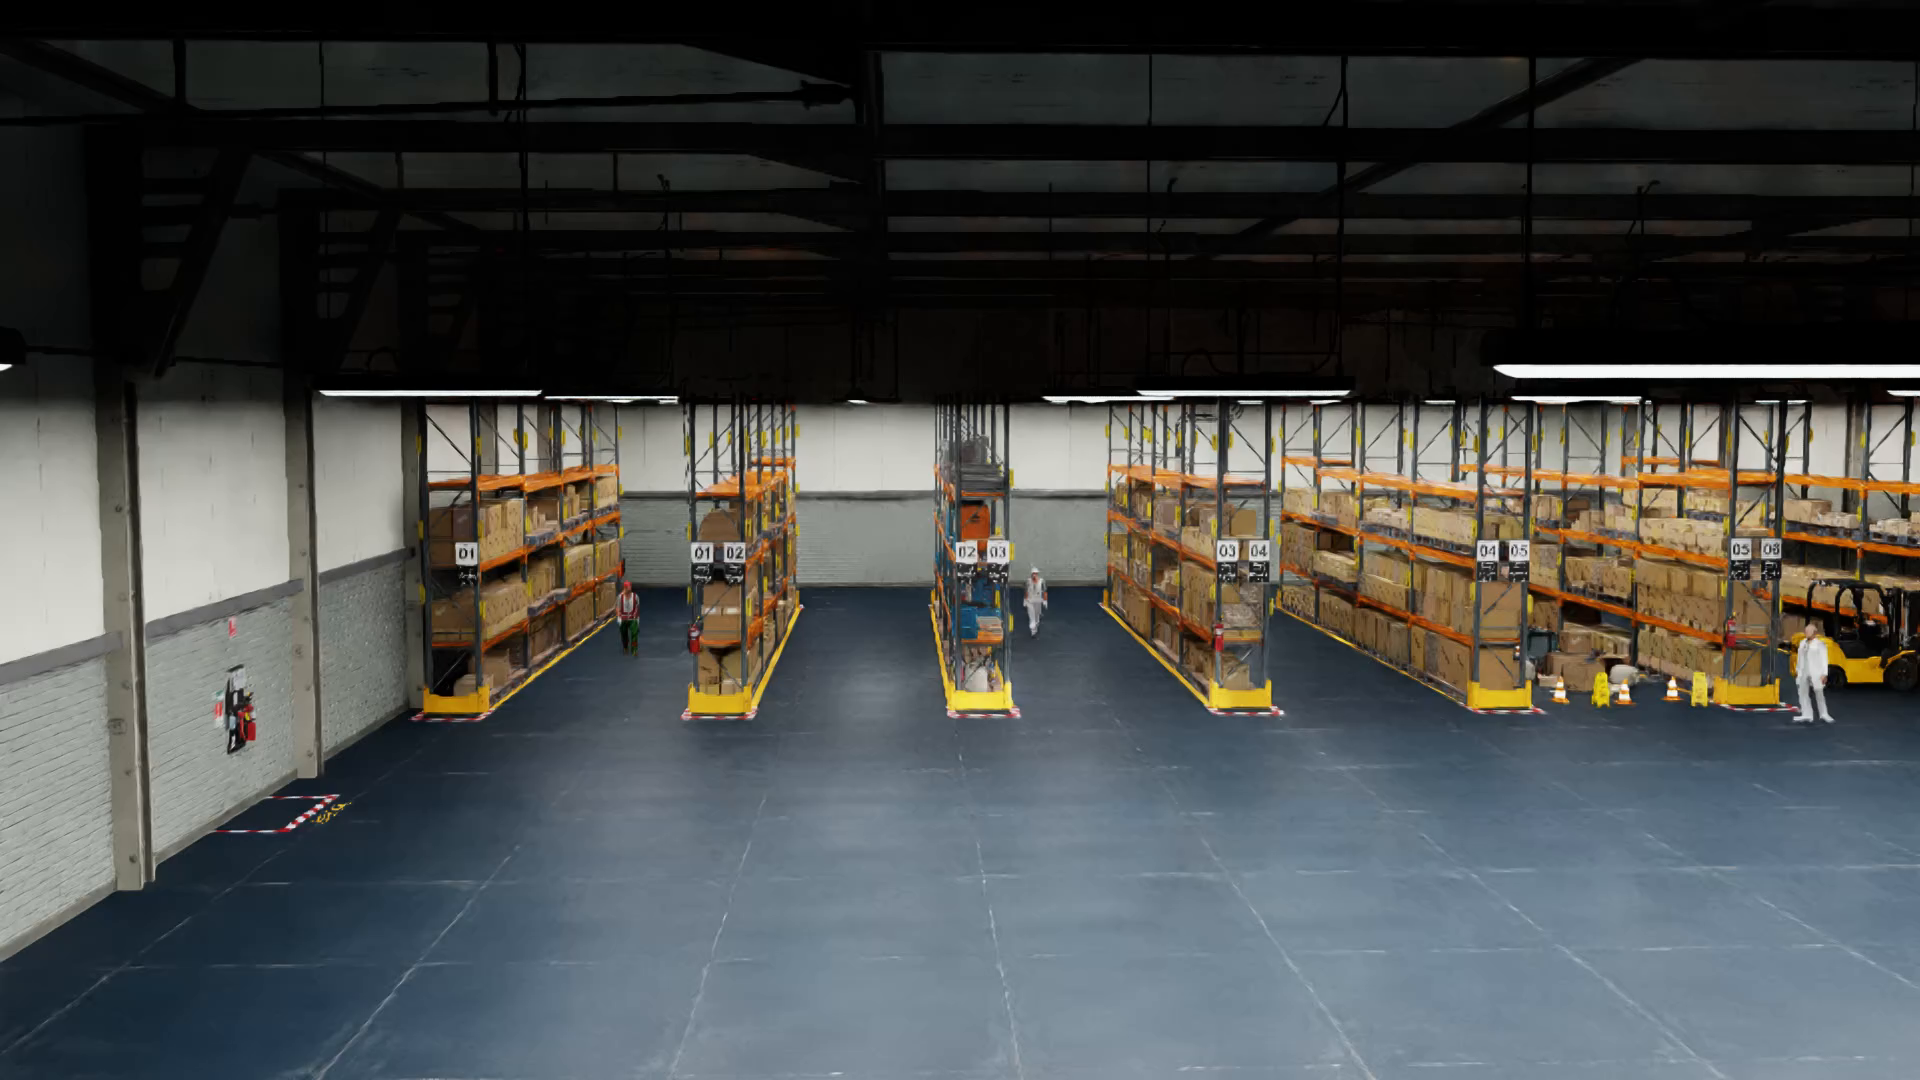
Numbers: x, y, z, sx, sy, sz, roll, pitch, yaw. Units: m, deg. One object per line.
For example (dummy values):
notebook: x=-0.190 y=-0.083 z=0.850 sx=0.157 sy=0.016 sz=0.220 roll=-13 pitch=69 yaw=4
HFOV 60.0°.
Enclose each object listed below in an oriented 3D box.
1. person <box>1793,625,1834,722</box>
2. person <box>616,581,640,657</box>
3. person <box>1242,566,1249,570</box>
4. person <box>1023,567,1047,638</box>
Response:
person: x=15.527 y=2.424 z=30.247 sx=0.586 sy=1.770 sz=0.690 roll=-3 pitch=5 yaw=-29
person: x=-7.606 y=1.799 z=38.078 sx=0.528 sy=1.727 sz=1.030 roll=-1 pitch=5 yaw=-10
person: x=8.094 y=1.141 z=47.288 sx=0.479 sy=1.567 sz=1.090 roll=0 pitch=5 yaw=0
person: x=1.881 y=1.540 z=41.405 sx=0.564 sy=1.736 sz=1.044 roll=0 pitch=5 yaw=-4
